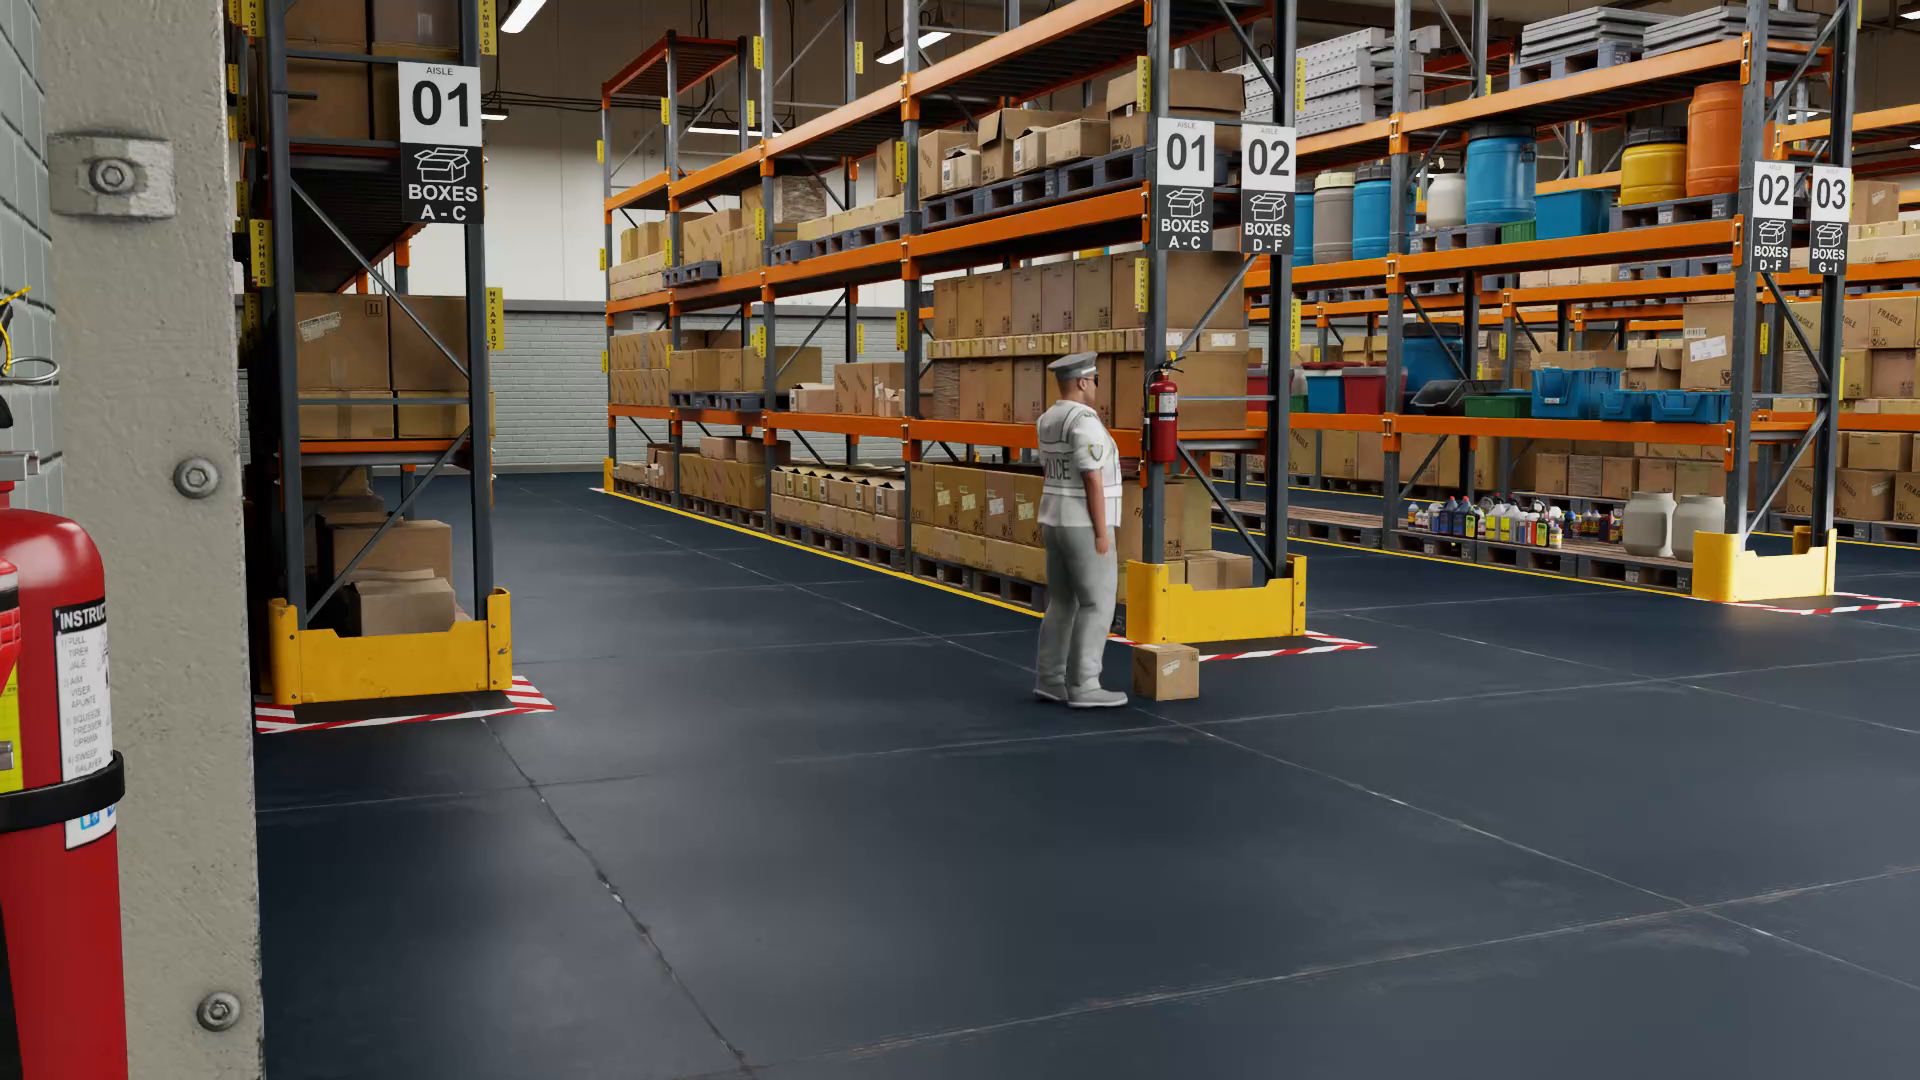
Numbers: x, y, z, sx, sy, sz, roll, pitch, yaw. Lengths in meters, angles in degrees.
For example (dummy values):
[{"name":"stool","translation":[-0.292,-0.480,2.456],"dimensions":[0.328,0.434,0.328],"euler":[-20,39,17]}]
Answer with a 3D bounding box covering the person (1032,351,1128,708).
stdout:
[{"name":"person","translation":[0.598,-0.034,8.294],"dimensions":[0.397,1.810,0.527],"euler":[-2,6,-22]}]
